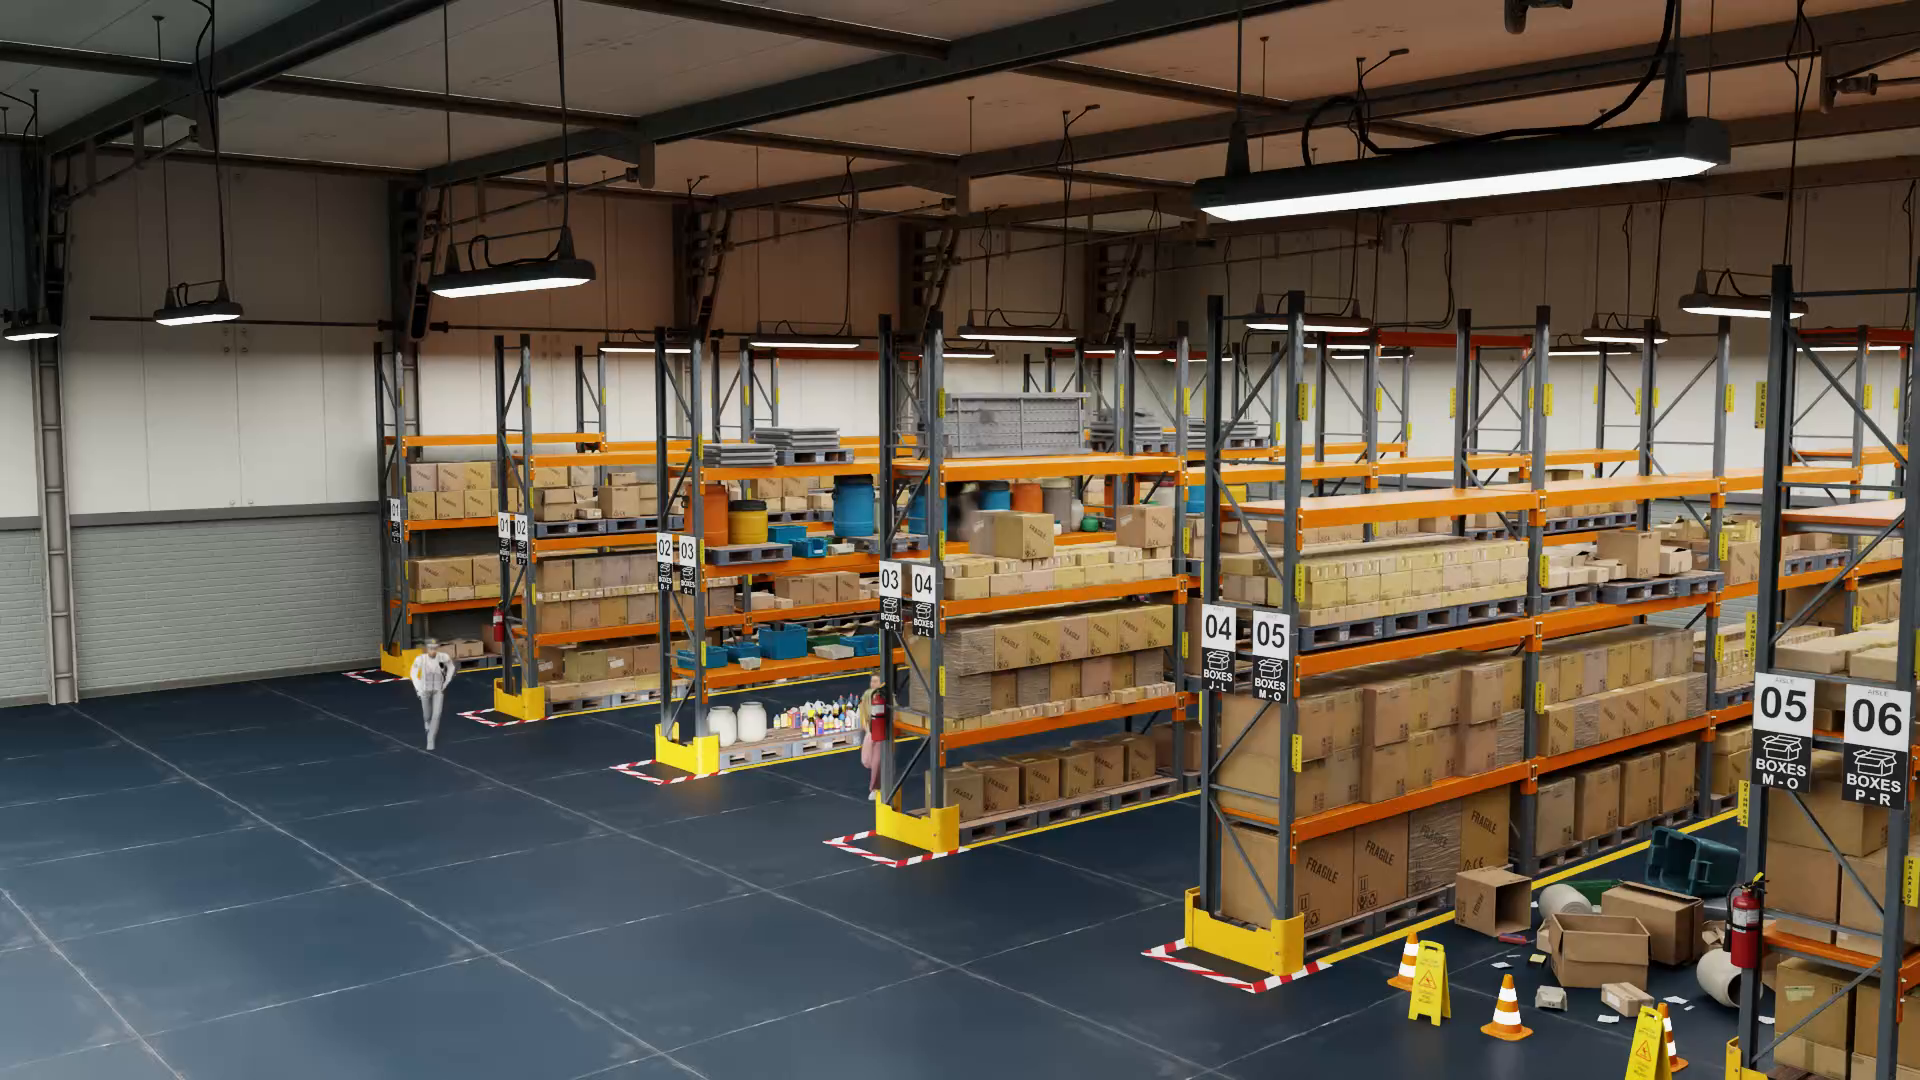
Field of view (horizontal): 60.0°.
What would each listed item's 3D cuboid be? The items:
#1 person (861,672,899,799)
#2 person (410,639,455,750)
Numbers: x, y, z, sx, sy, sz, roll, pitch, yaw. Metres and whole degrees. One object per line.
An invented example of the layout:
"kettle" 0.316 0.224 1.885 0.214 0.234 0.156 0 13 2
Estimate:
"person" -1.029 2.465 21.053 0.618 1.617 0.646 3 6 29
"person" -7.659 2.194 24.137 0.621 1.632 0.863 -3 6 -26
